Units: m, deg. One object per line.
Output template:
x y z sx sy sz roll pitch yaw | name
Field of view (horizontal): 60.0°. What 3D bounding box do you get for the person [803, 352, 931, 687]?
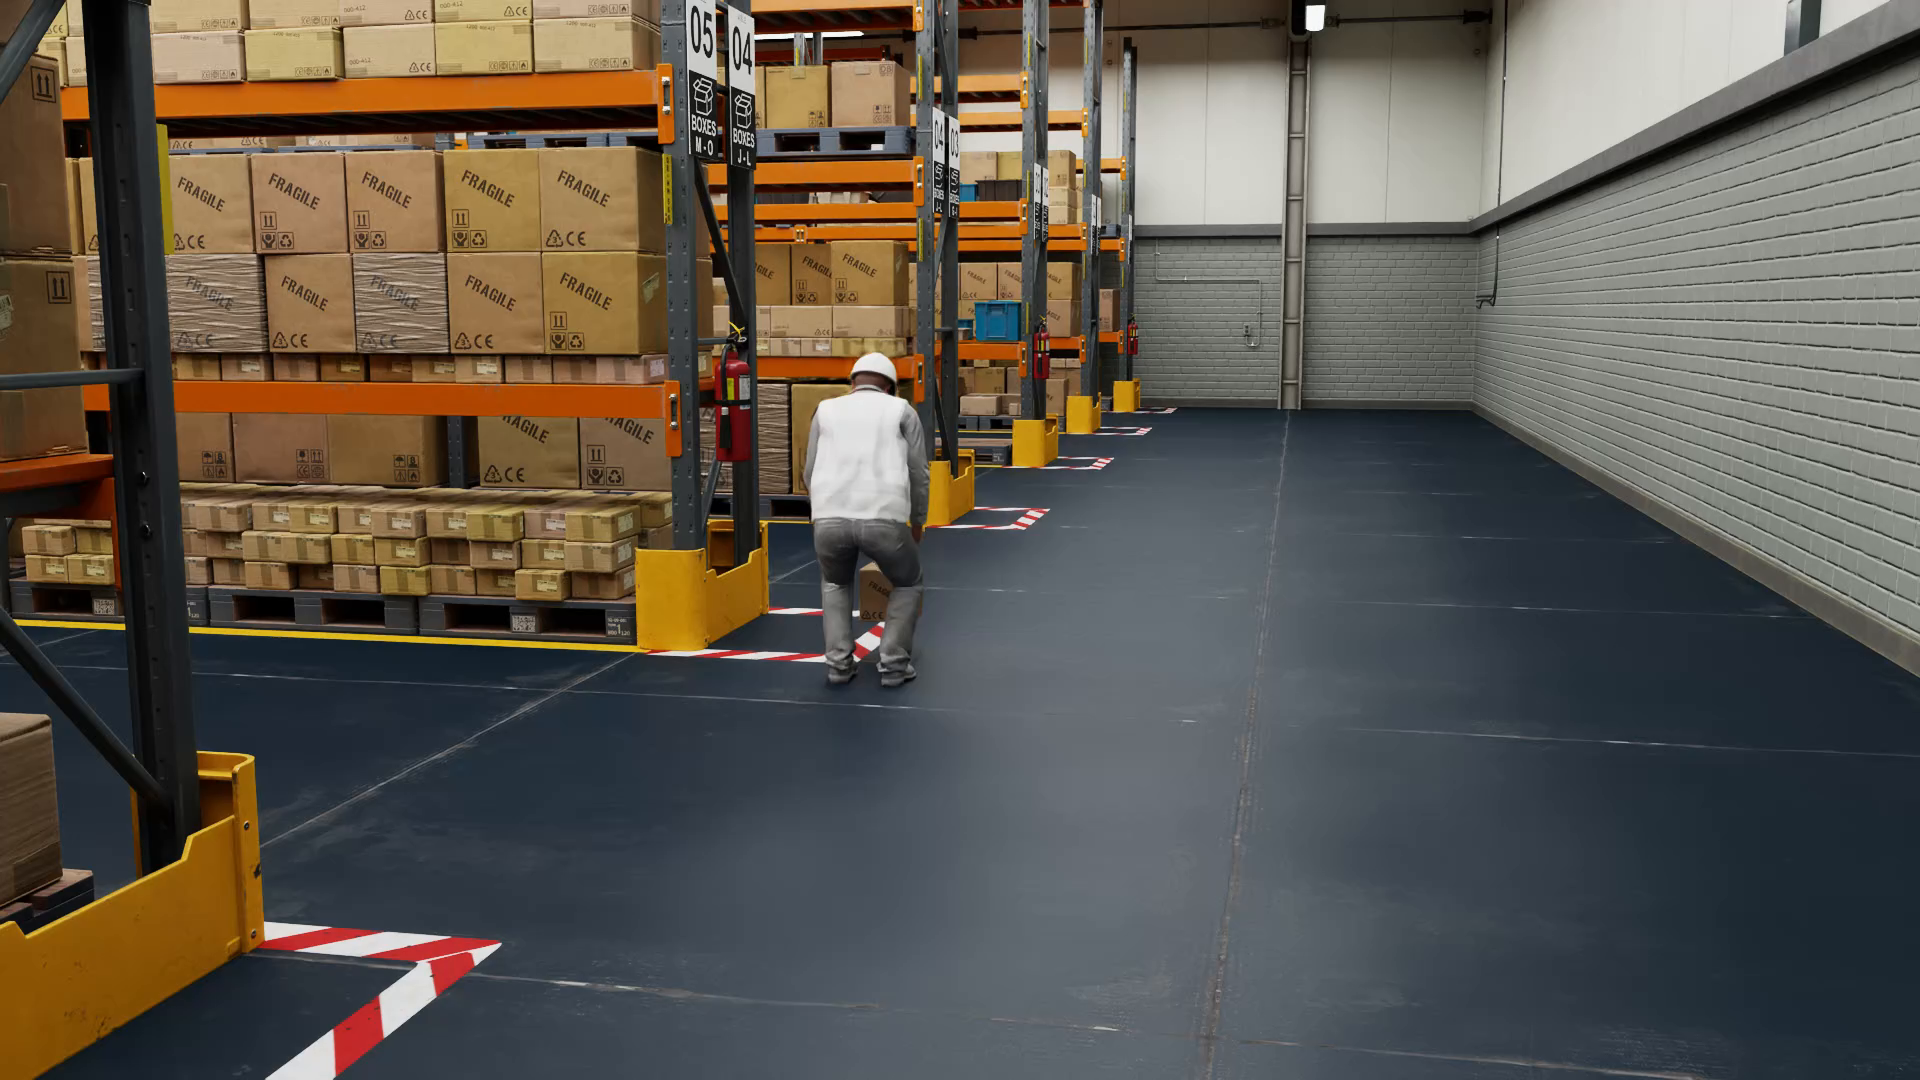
-0.440 -0.101 7.542 0.591 1.479 0.733 2 8 11 | person
